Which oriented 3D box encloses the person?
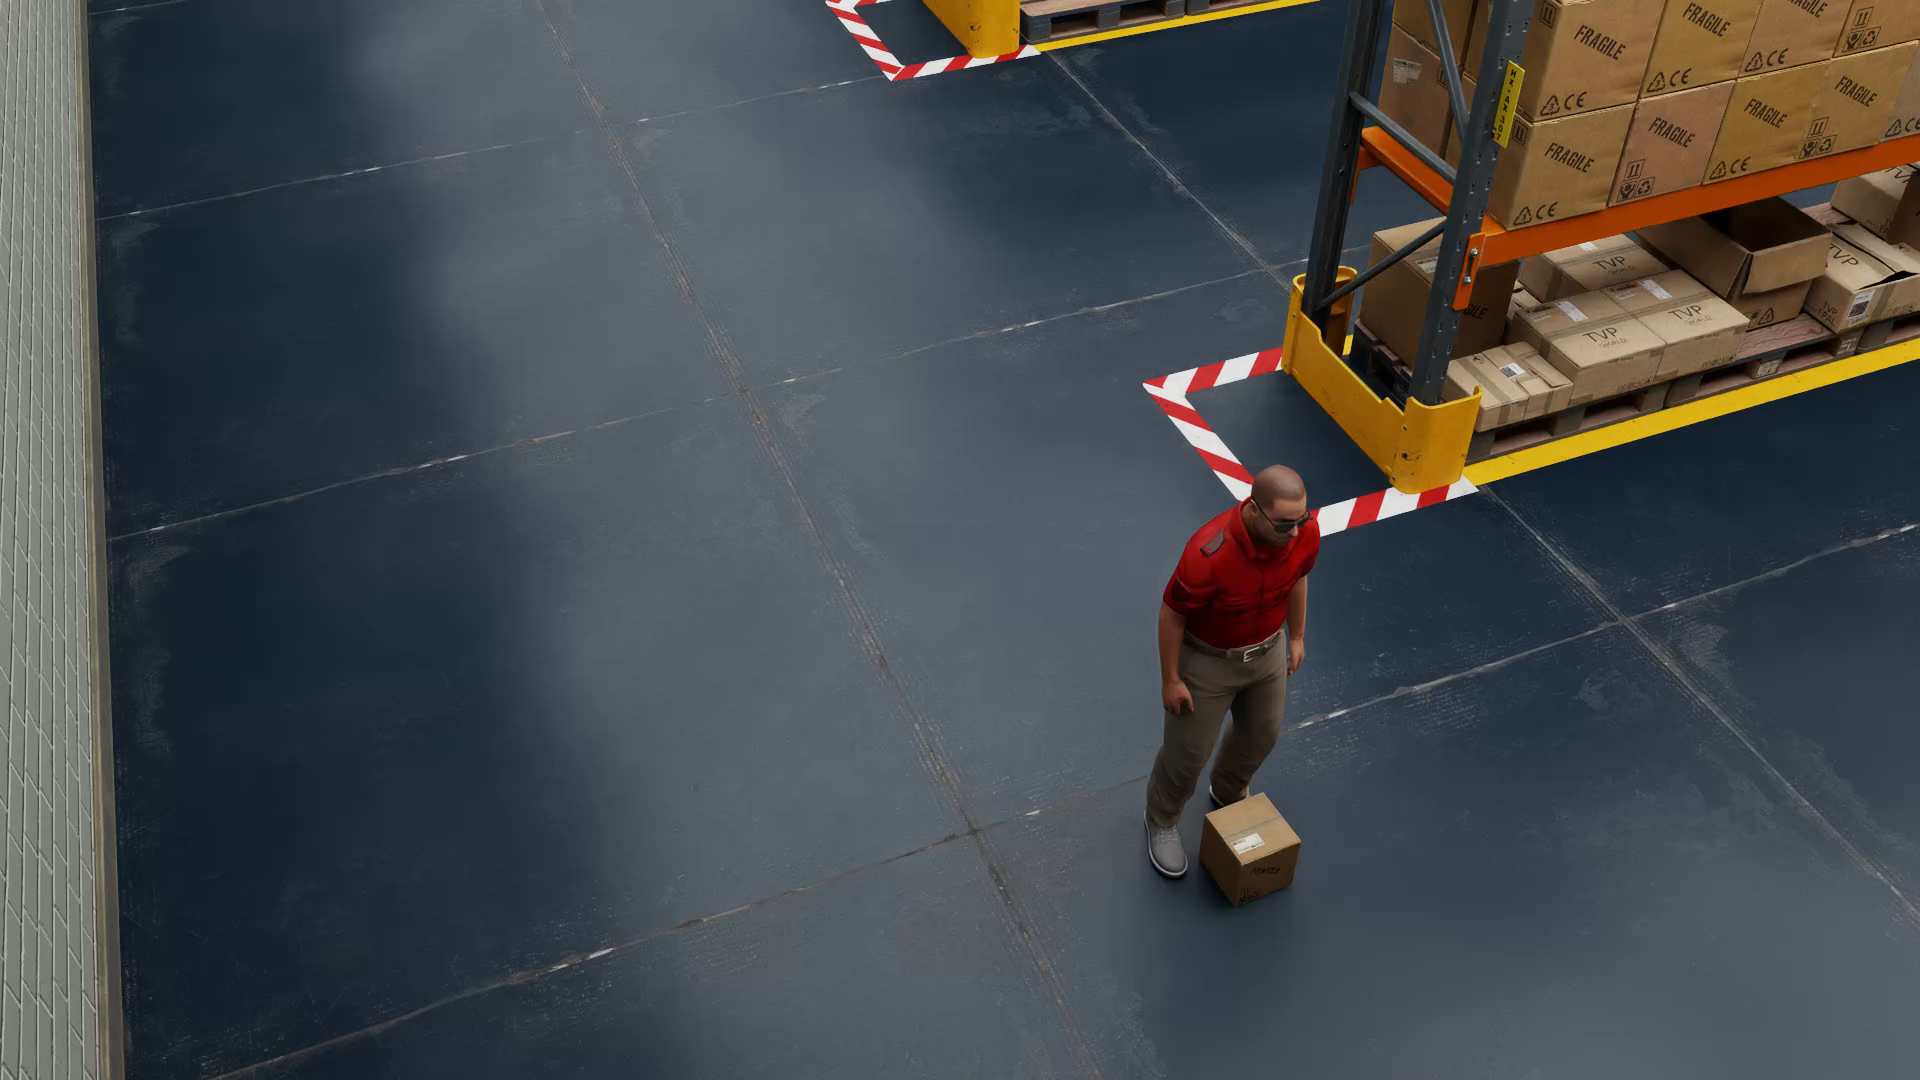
[{"bbox_3d":[0.937,0.412,5.704,0.594,1.725,0.393,-17,44,-19],"label":"person"}]
